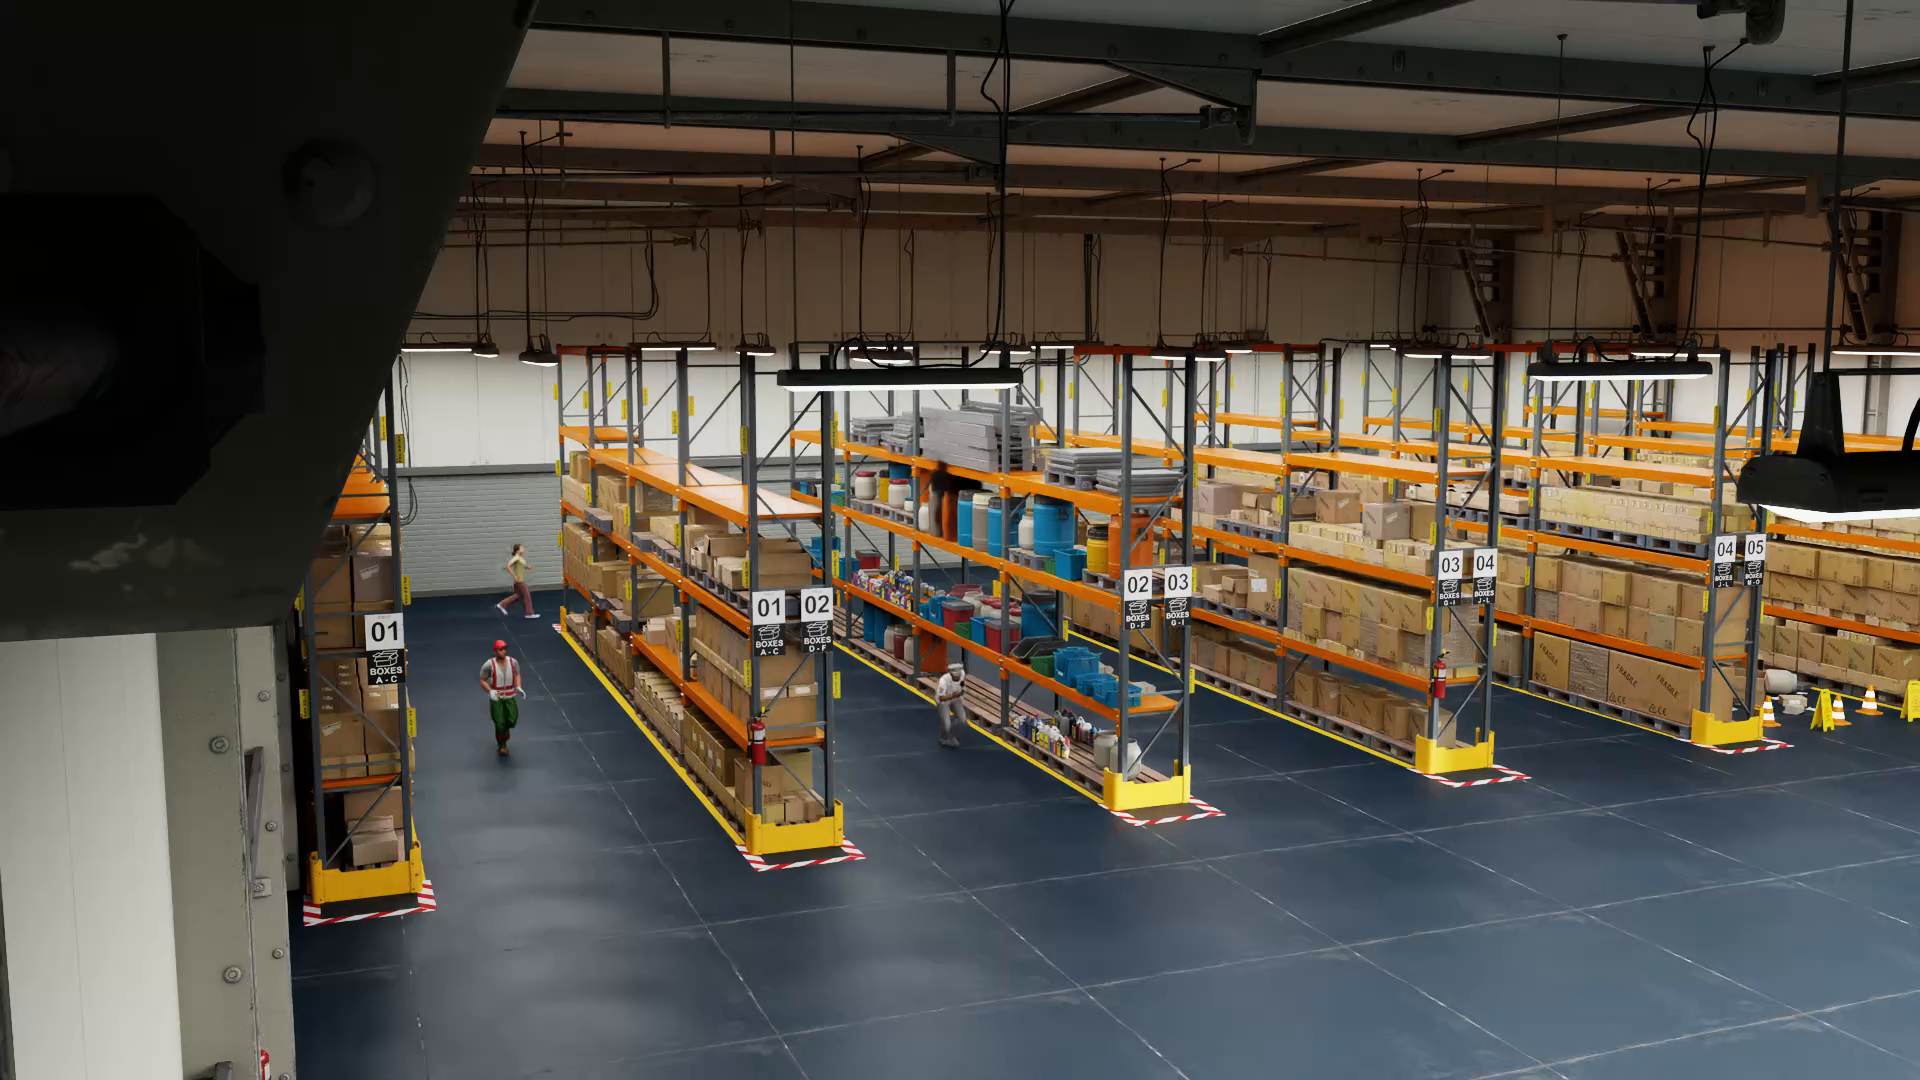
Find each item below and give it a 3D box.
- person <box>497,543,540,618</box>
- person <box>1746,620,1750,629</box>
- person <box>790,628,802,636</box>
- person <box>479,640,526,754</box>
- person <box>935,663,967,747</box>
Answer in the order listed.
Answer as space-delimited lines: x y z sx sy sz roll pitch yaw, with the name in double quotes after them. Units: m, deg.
-9.653 0.892 36.237 0.907 1.649 0.567 -2 7 -12 "person"
15.997 1.088 34.438 0.654 1.750 0.905 -3 8 -25 "person"
-3.017 1.643 30.721 0.696 1.682 0.984 -4 8 -27 "person"
-6.824 2.334 24.802 0.660 1.729 0.646 -4 8 -29 "person"
-0.133 2.482 25.007 0.569 1.384 0.976 -3 8 -25 "person"
